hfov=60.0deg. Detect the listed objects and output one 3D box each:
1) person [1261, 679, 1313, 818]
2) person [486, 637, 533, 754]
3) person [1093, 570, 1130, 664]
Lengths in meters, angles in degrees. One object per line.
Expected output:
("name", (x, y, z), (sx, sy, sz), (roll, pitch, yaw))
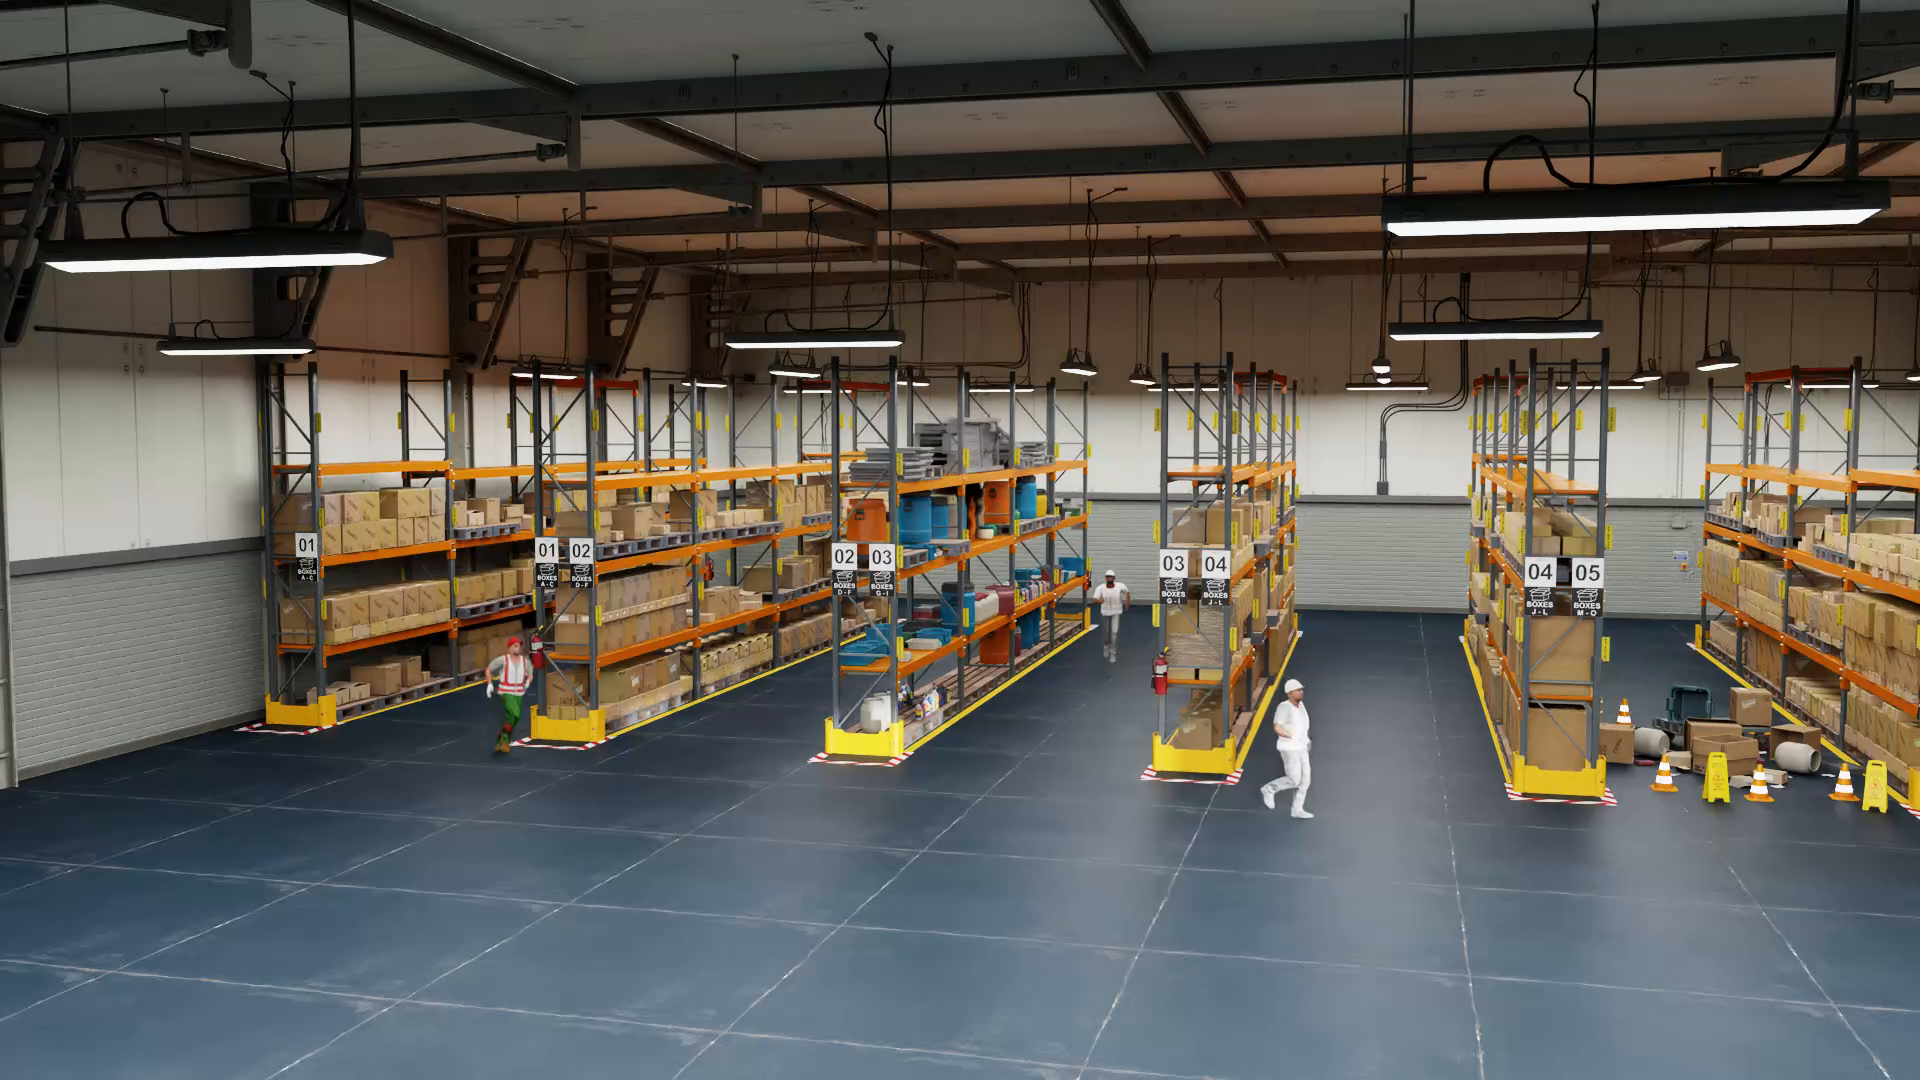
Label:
("person", (4.198, 2.643, 21.100), (0.721, 1.761, 0.714), (3, 5, 40))
("person", (-6.749, 2.341, 25.123), (0.676, 1.735, 0.667), (-4, 6, -44))
("person", (3.018, 1.501, 33.160), (0.712, 1.824, 0.880), (1, 4, 11))
